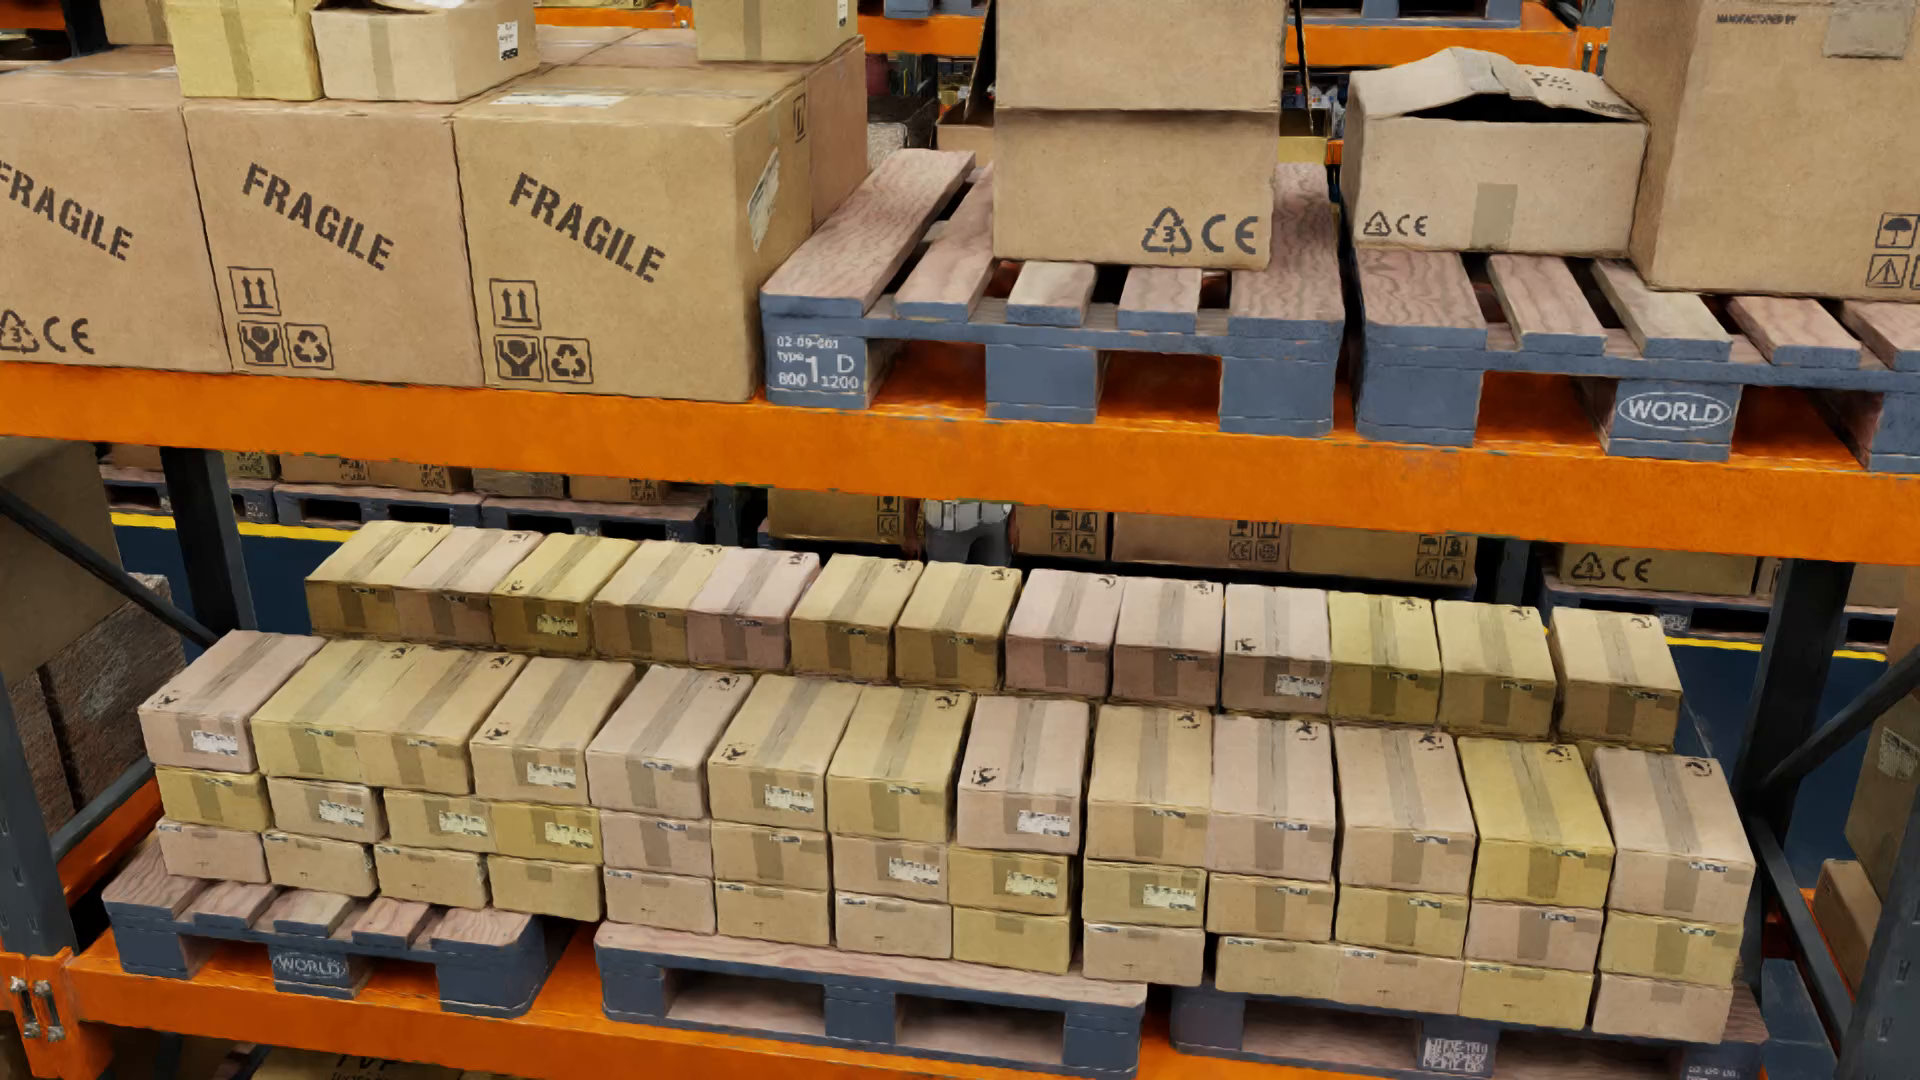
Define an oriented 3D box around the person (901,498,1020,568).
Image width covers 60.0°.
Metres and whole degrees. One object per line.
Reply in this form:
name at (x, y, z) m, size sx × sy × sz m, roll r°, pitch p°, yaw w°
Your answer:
person at (0.016, -0.049, 7.133) m, size 0.516 × 1.692 × 0.438 m, roll -11°, pitch 27°, yaw -22°
